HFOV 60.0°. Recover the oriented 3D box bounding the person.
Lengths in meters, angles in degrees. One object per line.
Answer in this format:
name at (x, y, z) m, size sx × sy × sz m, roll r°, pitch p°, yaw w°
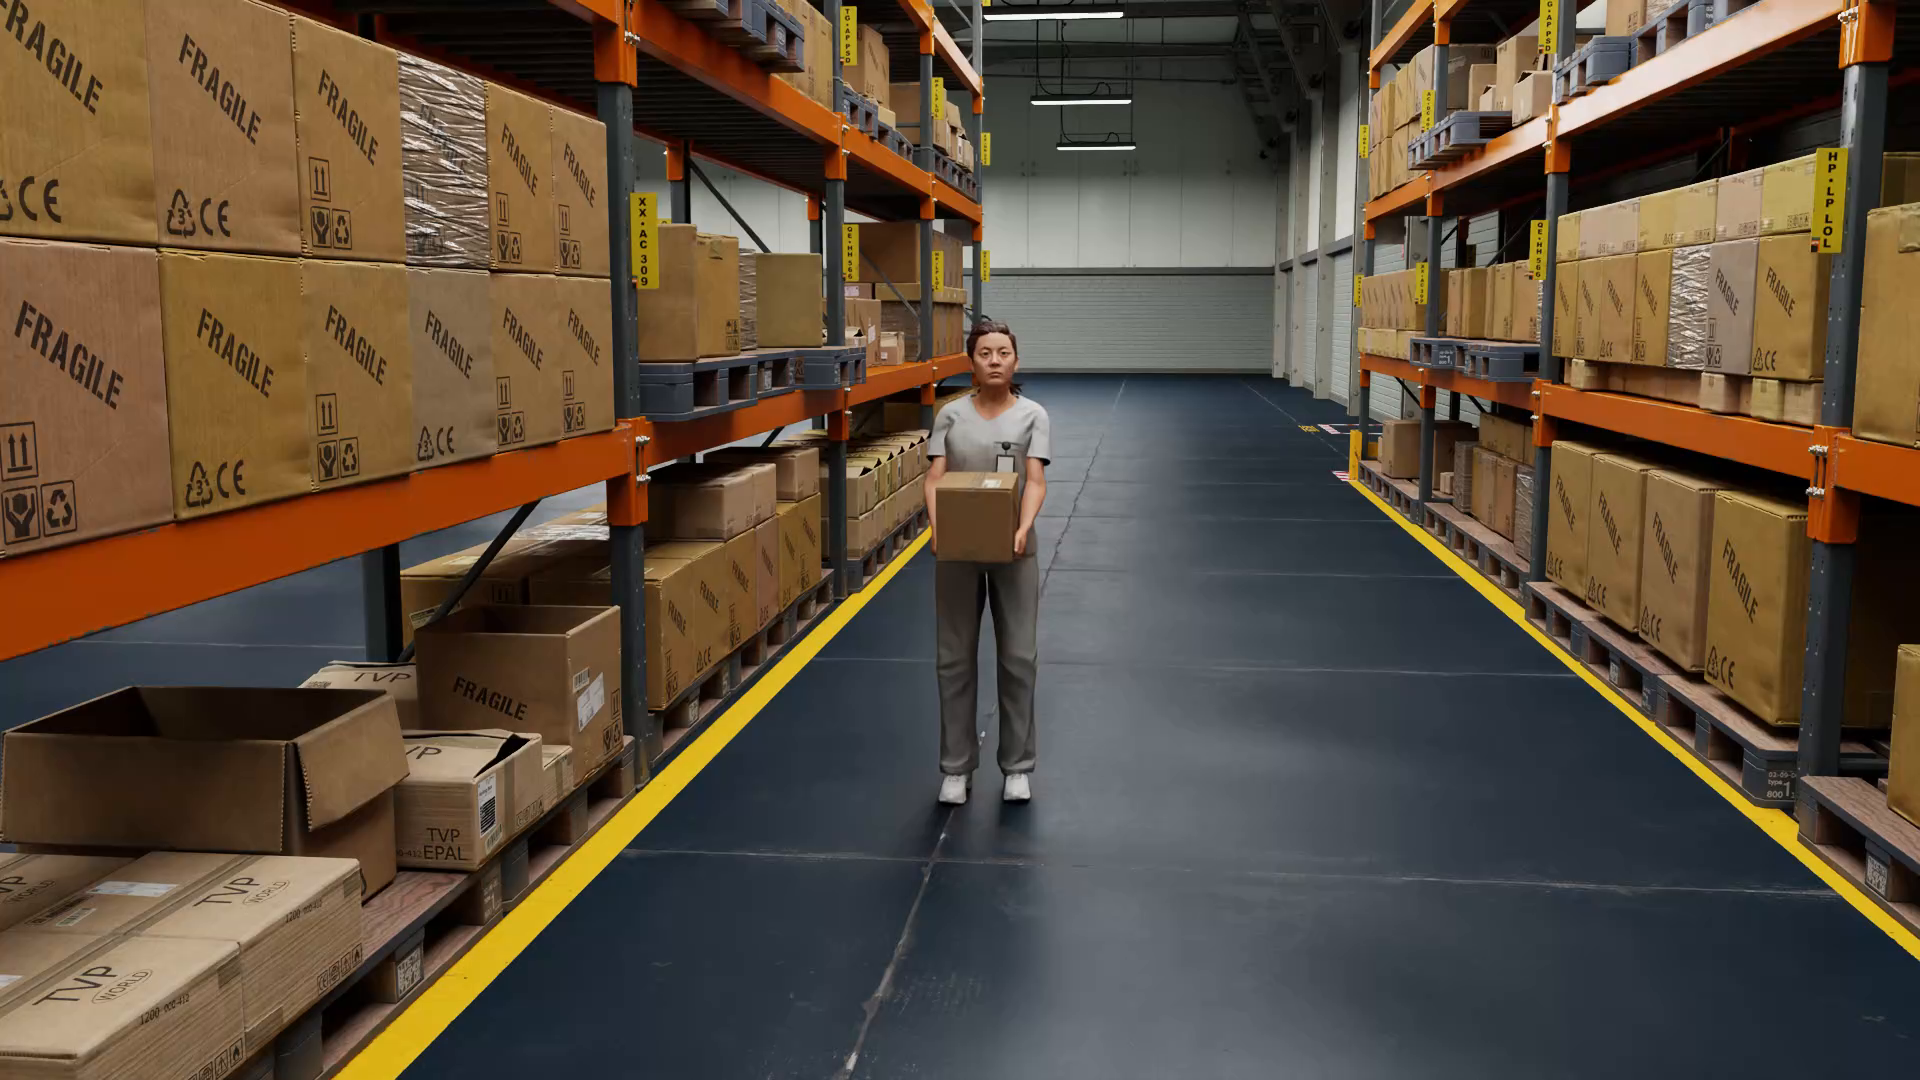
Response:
person at (0.090, 0.078, 5.772) m, size 0.437 × 1.665 × 0.549 m, roll 1°, pitch 8°, yaw 7°
